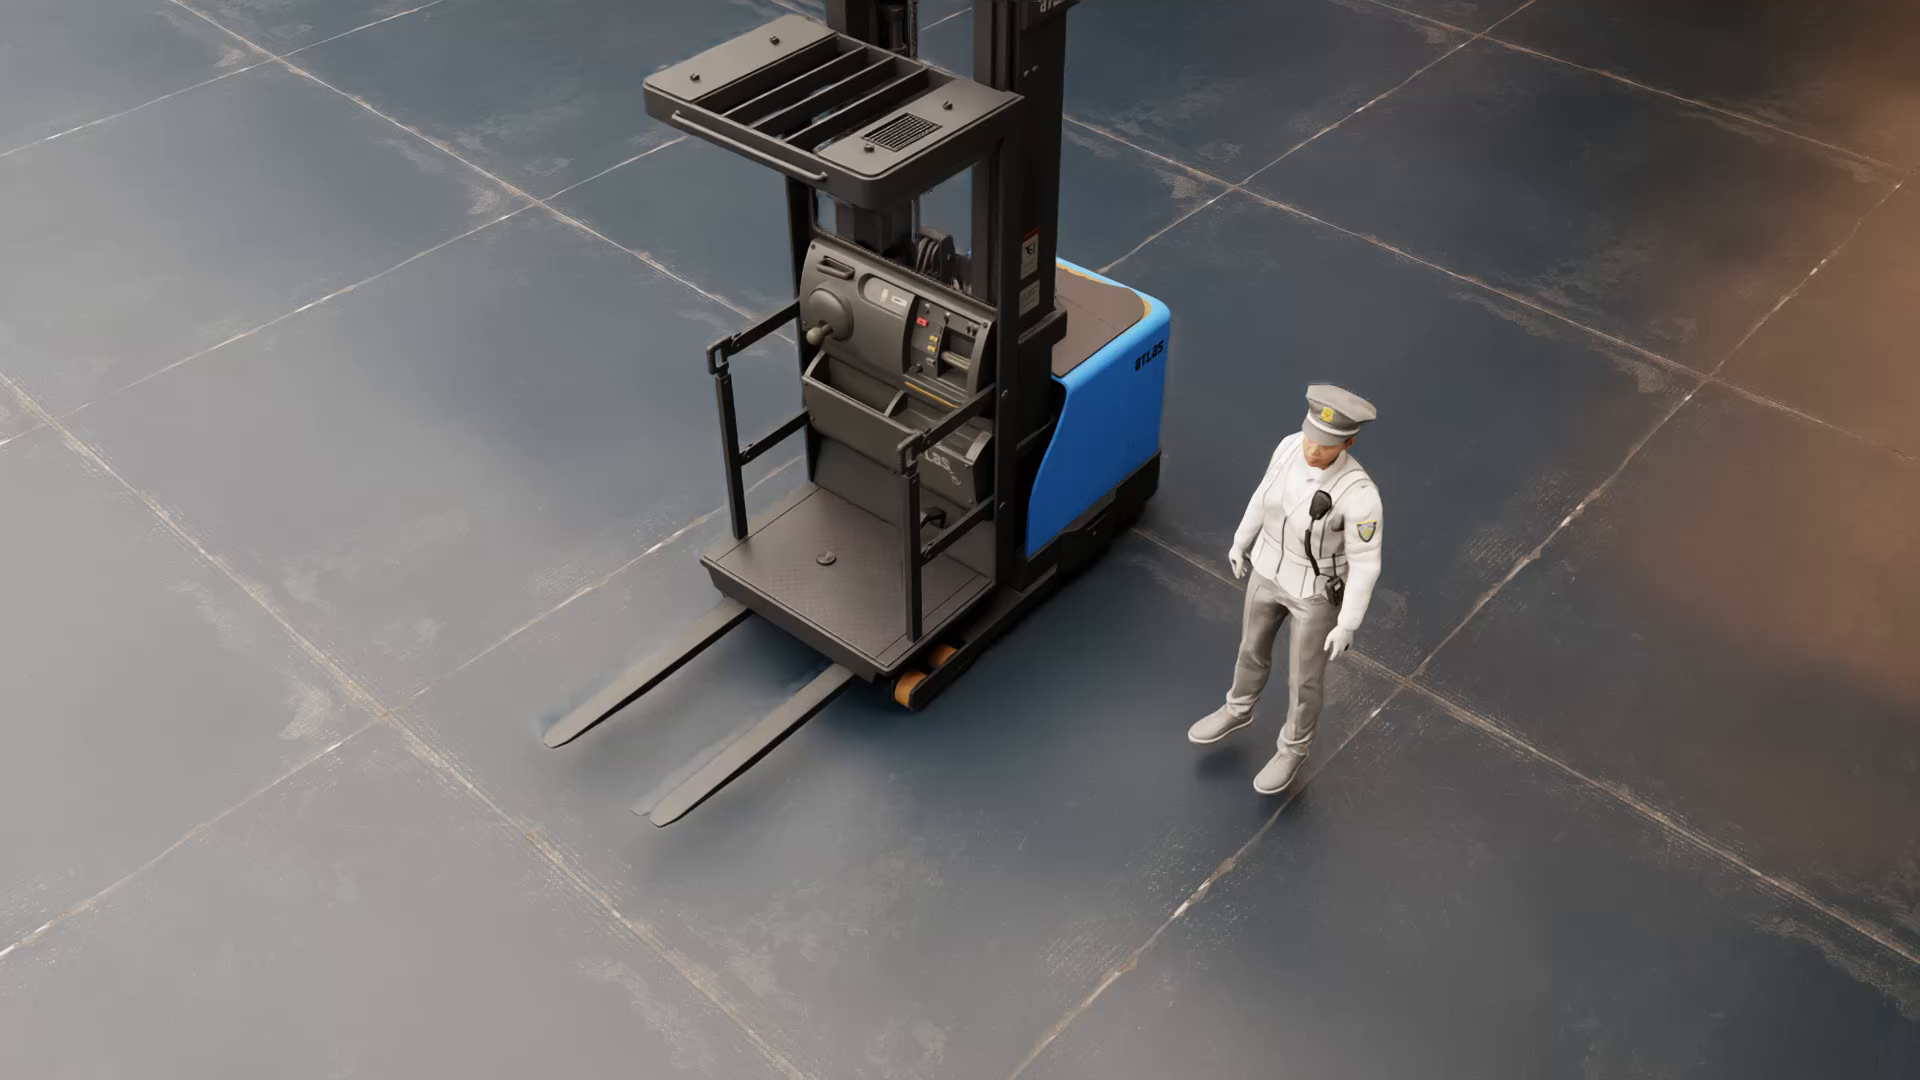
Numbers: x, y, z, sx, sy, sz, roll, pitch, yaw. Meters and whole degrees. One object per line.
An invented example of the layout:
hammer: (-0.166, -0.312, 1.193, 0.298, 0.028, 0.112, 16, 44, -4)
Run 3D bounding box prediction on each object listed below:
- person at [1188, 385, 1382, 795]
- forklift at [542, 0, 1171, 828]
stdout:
person: (1.193, 0.183, 5.999, 0.407, 1.712, 0.624, -28, 48, -28)
forklift: (-0.394, -0.785, 6.343, 1.130, 2.935, 3.031, 28, 48, 29)
